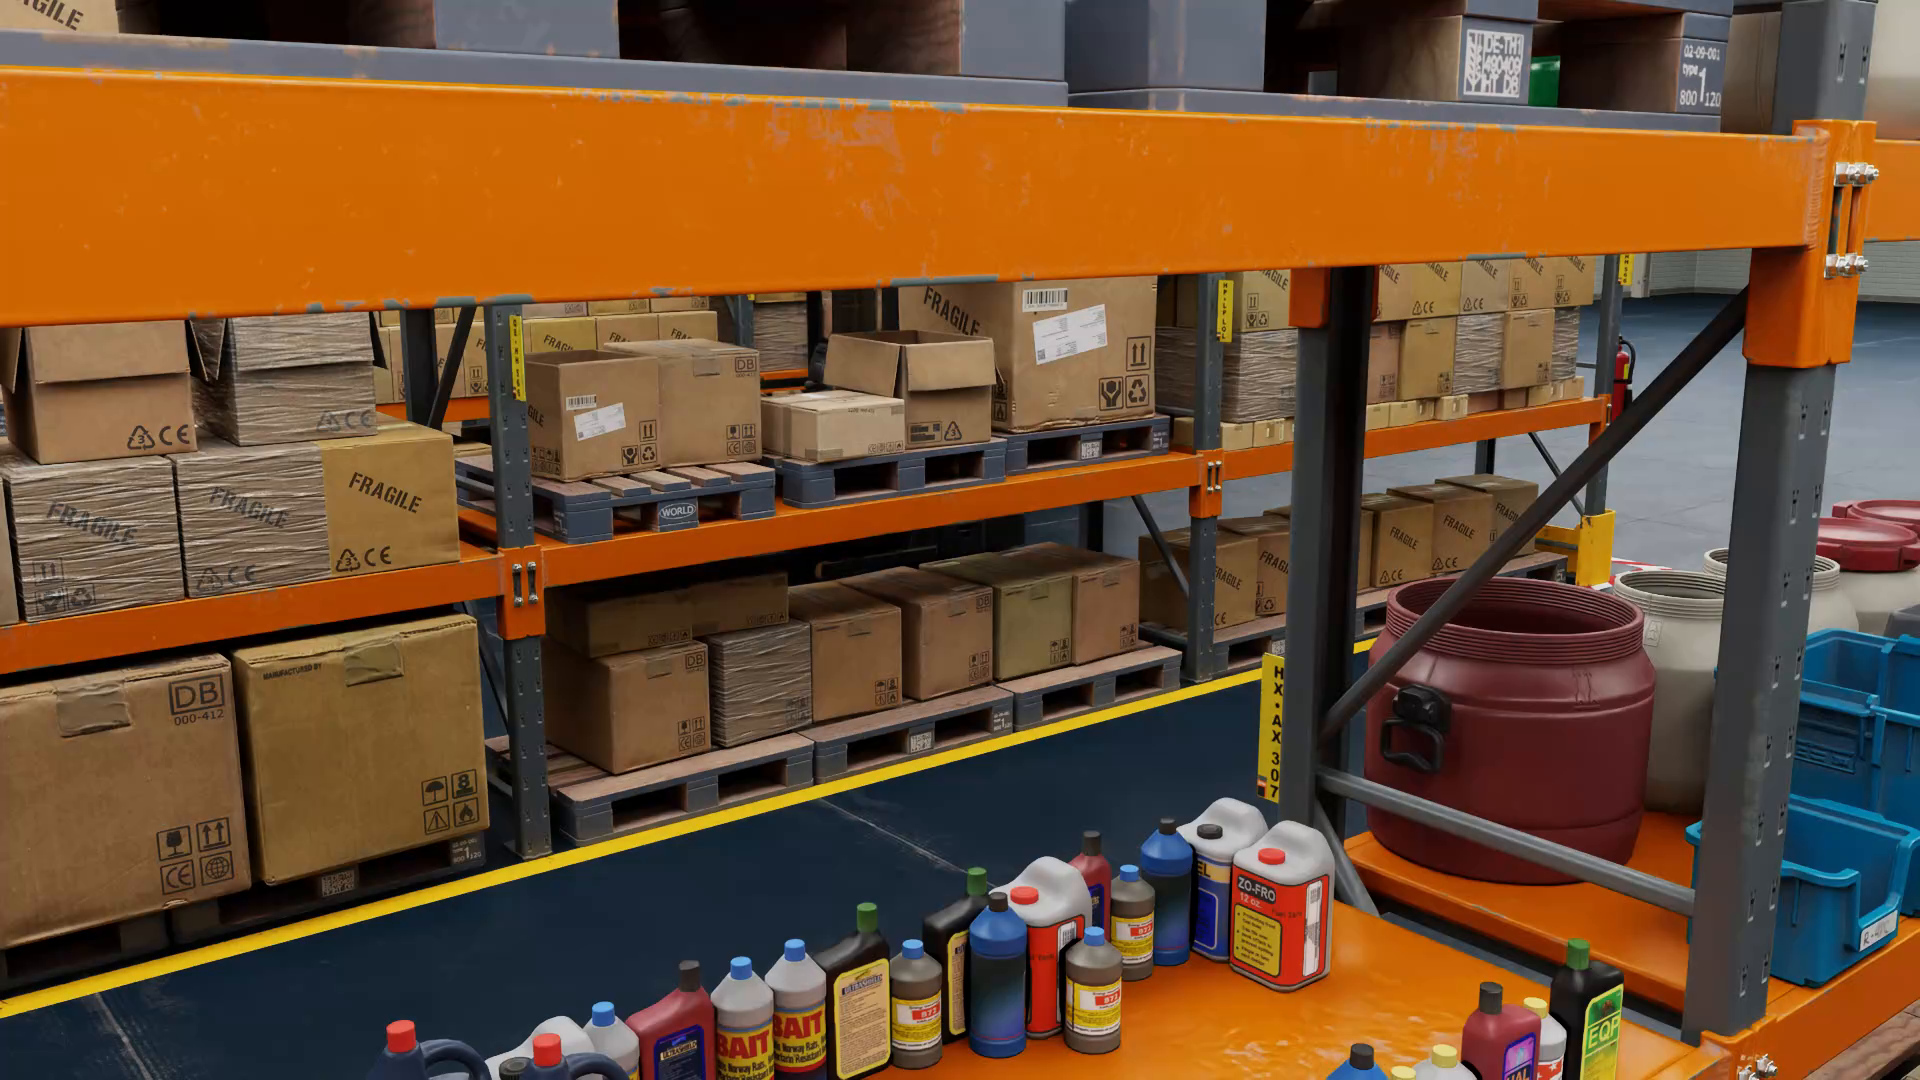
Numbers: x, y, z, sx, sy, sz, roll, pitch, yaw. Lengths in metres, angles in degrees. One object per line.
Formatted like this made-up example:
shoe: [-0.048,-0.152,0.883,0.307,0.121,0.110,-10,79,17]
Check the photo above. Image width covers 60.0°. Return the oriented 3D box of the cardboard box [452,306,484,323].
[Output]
cardboard box: [-3.530,-1.837,11.908,0.500,0.500,0.700,-10,15,-38]

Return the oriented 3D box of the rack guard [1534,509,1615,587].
rack guard: [4.128,-0.031,12.069,0.348,0.500,1.175,-9,15,-38]

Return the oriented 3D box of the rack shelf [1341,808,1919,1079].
rack shelf: [2.597,0.671,4.481,4.000,0.370,1.077,-9,15,-38]

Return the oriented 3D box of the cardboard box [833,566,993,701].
cardboard box: [-0.250,0.471,8.648,0.500,0.500,0.700,-11,16,-42]

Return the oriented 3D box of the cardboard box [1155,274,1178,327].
cardboard box: [1.244,-1.531,9.752,0.500,0.500,0.500,-9,15,-38]

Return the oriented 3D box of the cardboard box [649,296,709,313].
cardboard box: [-2.339,-2.034,12.840,0.500,0.500,0.700,-10,15,-39]

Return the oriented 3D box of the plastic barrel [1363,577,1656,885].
plastic barrel: [1.208,0.402,3.685,0.708,0.536,0.600,-9,15,-38]

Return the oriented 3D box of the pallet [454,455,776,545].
pallet: [-1.569,-0.241,7.504,1.003,0.211,1.213,-9,15,-38]

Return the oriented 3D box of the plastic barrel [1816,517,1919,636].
plastic barrel: [2.363,0.233,4.485,0.433,0.535,0.433,0,12,0]

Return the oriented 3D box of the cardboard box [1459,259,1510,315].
cardboard box: [3.134,-1.705,10.573,0.500,0.500,0.500,-9,15,-38]

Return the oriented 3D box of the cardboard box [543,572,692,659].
cardboard box: [-1.555,0.324,7.536,0.500,0.250,0.500,-9,15,-35]

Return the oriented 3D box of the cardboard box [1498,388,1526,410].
cardboard box: [3.530,-0.967,11.065,0.250,0.149,0.380,-9,15,-38]

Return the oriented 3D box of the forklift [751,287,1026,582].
forklift: [-0.993,-1.246,11.942,3.031,2.935,1.130,-8,15,-35]

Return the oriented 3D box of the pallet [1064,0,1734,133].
pallet: [0.376,-0.713,2.500,1.213,0.211,1.003,-9,15,-38]

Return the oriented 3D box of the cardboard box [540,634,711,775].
cardboard box: [-1.549,0.692,7.606,0.500,0.500,0.700,-10,16,-41]

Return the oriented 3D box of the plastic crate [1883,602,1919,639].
plastic crate: [2.488,0.387,3.931,0.583,0.464,0.402,-9,15,-38]

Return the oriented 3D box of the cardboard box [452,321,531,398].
cardboard box: [-3.380,-1.302,11.799,0.500,0.500,0.500,-10,15,-38]

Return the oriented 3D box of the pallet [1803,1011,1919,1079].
pallet: [2.616,1.691,4.659,1.213,0.211,1.003,-9,15,-38]

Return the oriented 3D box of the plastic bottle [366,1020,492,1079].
plastic bottle: [-0.715,0.806,2.230,0.185,0.351,0.144,-9,15,-38]

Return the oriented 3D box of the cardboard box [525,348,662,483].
cardboard box: [-1.663,-0.556,7.274,0.500,0.500,0.500,11,16,43]

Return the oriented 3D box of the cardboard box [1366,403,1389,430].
cardboard box: [2.381,-0.767,10.122,0.250,0.149,0.380,-9,15,-38]

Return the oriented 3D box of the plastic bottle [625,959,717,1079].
plastic bottle: [-0.436,0.782,2.508,0.133,0.283,0.061,-9,15,-38]

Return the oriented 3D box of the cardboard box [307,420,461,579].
cardboard box: [-2.290,-0.170,6.466,0.500,0.500,0.500,-9,15,-36]

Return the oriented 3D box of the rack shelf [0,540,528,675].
rack shelf: [-3.621,0.386,5.820,4.000,0.370,1.077,-9,15,-38]

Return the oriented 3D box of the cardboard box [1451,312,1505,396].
cardboard box: [3.008,-1.249,10.830,0.500,0.500,0.875,-9,15,-38]

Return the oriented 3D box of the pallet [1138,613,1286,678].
pallet: [1.567,0.527,10.139,1.213,0.211,1.003,-9,15,-38]

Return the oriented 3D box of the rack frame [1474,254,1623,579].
rack frame: [4.188,-1.263,11.856,0.127,3.000,1.000,-9,15,-38]

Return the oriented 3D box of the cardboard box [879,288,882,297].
cardboard box: [-0.782,-2.344,13.983,0.550,0.550,0.875,-9,15,-38]

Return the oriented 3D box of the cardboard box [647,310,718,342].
cardboard box: [-2.196,-1.500,12.729,0.500,0.500,0.500,-10,15,-38]

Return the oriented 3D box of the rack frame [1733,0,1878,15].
rack frame: [1.035,-2.356,2.561,0.127,3.000,1.000,-9,15,-38]

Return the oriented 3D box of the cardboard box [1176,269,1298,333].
cardboard box: [1.574,-1.445,9.348,0.500,0.500,0.500,-9,15,-38]

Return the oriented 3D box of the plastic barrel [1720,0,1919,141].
plastic barrel: [1.469,-0.934,2.817,0.421,0.512,0.421,0,12,0]

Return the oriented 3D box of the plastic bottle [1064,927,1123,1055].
plastic bottle: [0.226,0.757,2.821,0.097,0.201,0.097,0,12,0]

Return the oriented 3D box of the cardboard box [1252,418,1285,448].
cardboard box: [1.623,-0.631,9.482,0.250,0.149,0.380,-9,15,-38]

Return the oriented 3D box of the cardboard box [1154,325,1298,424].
cardboard box: [1.454,-0.987,9.598,0.500,0.500,0.875,-9,15,-38]

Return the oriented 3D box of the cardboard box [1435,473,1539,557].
cardboard box: [3.690,-0.168,11.703,0.500,0.500,0.500,-6,14,-27]

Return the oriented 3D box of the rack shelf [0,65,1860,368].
rack shelf: [-0.527,-0.278,1.725,4.000,0.370,1.077,-9,15,-38]

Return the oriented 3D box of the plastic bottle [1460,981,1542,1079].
plastic bottle: [0.805,0.787,2.482,0.133,0.283,0.061,-9,15,-38]

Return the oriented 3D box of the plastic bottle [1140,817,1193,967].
plastic bottle: [0.387,0.655,3.130,0.097,0.271,0.097,0,12,0]

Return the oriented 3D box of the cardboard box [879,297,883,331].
cardboard box: [-0.764,-1.811,14.075,0.550,0.550,0.875,-9,15,-38]

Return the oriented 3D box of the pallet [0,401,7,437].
pallet: [-5.569,-0.839,10.321,1.003,0.211,1.213,-9,15,-38]

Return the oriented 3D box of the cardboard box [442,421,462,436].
cardboard box: [-5.535,-1.203,16.888,0.625,0.372,0.950,-9,15,-37]

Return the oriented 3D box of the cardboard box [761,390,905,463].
cardboard box: [-0.607,-0.537,7.788,0.500,0.250,0.500,-10,16,-39]

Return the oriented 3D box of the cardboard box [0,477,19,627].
cardboard box: [-3.484,0.028,5.536,0.500,0.500,0.500,-9,15,-37]

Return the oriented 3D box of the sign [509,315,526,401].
sign: [-1.710,-0.702,6.425,0.005,0.325,0.100,-9,15,-38]

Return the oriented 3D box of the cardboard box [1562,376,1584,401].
cardboard box: [4.094,-1.070,11.550,0.250,0.149,0.380,-9,15,-38]

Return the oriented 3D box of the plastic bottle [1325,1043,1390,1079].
plastic bottle: [0.552,0.830,2.308,0.097,0.271,0.097,0,12,0]

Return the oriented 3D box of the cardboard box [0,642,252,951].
cardboard box: [-3.312,0.809,6.200,0.875,0.875,1.225,-9,15,-37]

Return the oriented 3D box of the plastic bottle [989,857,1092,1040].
plastic bottle: [0.134,0.703,2.897,0.135,0.276,0.152,-9,15,-38]

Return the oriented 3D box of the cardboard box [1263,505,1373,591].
cardboard box: [2.280,0.059,10.637,0.500,0.500,0.500,-11,16,-43]

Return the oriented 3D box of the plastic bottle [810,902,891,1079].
plastic bottle: [-0.180,0.739,2.708,0.133,0.283,0.061,-9,15,-38]

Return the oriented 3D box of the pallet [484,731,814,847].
pallet: [-1.448,1.038,7.734,1.213,0.211,1.003,-9,15,-38]

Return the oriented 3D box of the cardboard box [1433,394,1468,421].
cardboard box: [2.988,-0.858,10.554,0.250,0.149,0.380,-9,15,-38]

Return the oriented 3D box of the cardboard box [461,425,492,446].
cardboard box: [-3.140,-0.447,12.418,0.750,0.750,1.050,-9,15,-38]

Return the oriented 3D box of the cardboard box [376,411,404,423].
cardboard box: [-2.609,-0.255,6.868,0.500,0.500,0.500,-9,15,-36]
